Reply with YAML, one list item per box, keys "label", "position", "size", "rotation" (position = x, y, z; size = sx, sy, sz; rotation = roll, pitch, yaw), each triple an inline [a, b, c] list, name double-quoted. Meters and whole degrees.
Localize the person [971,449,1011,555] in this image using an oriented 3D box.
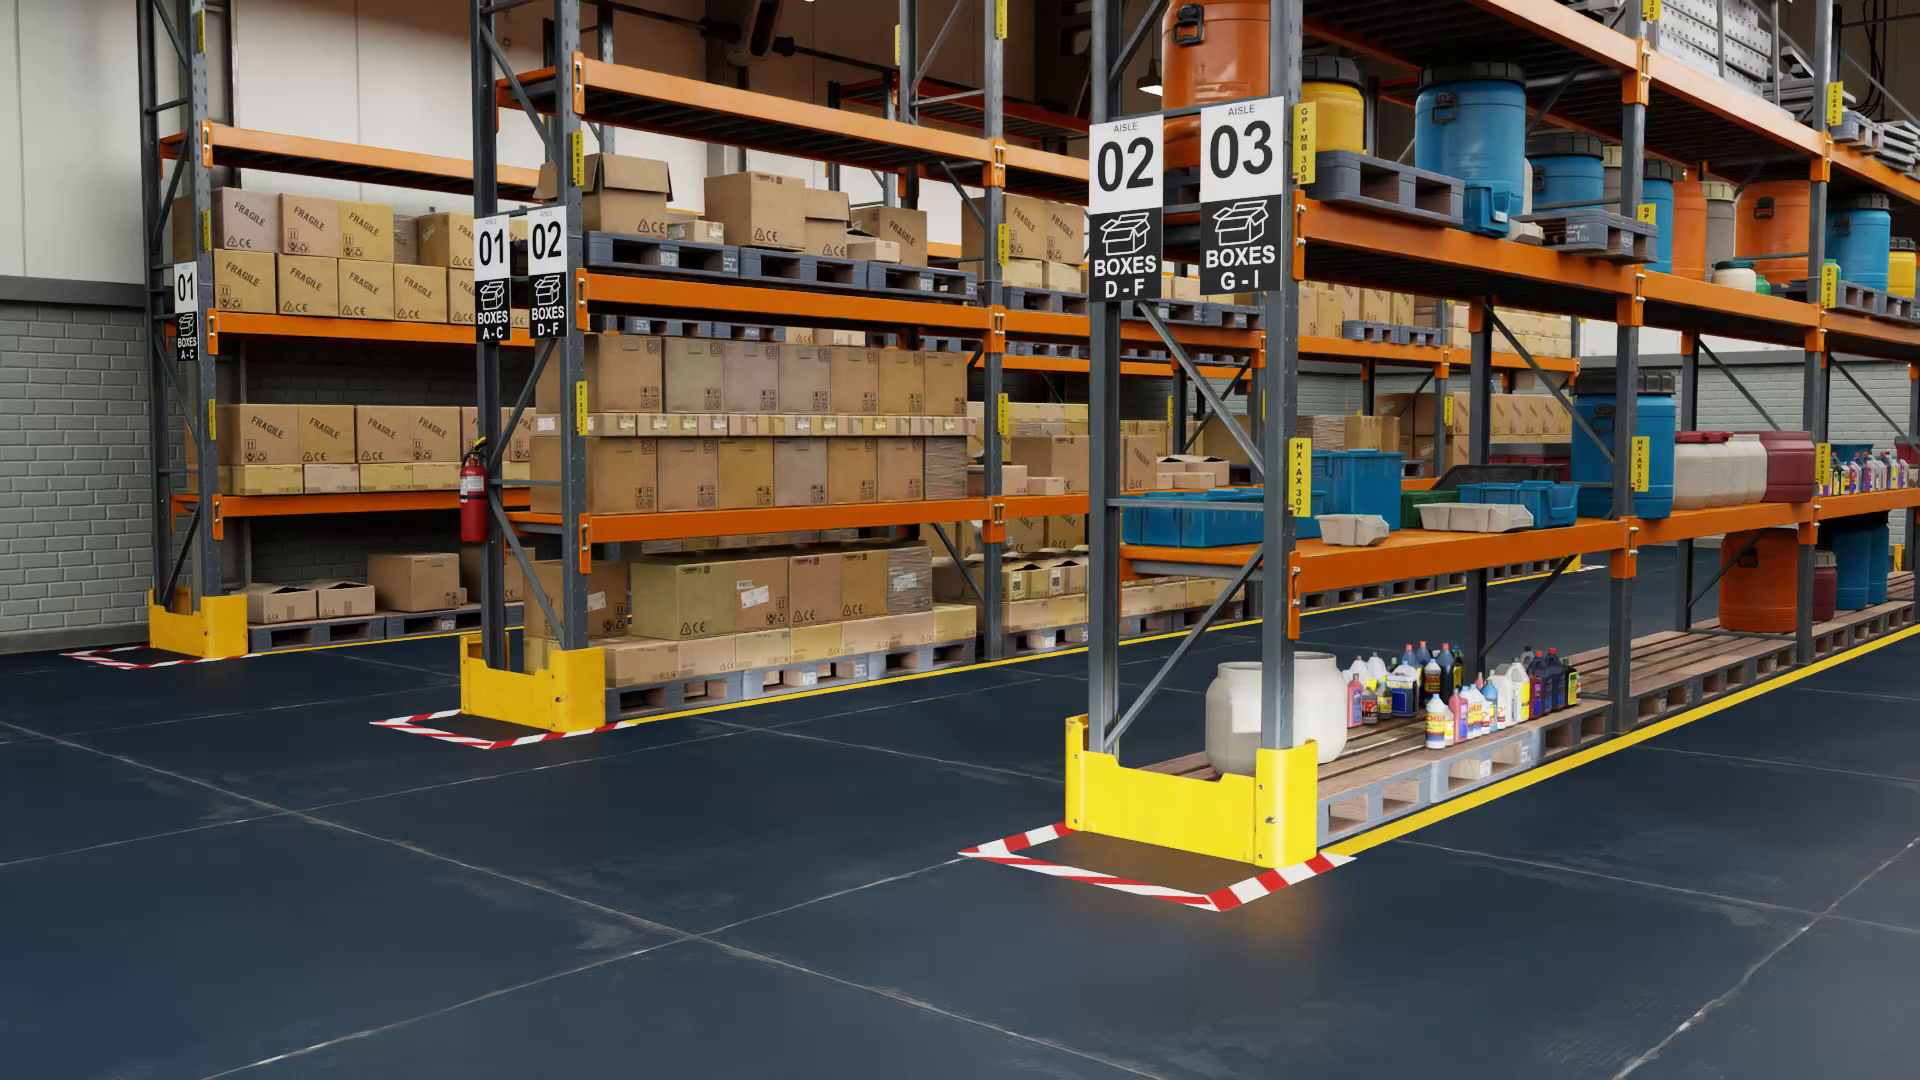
- label: "person"
  position: [0.316, -0.076, 16.359]
  size: [0.365, 1.698, 0.635]
  rotation: [-2, 4, -31]
